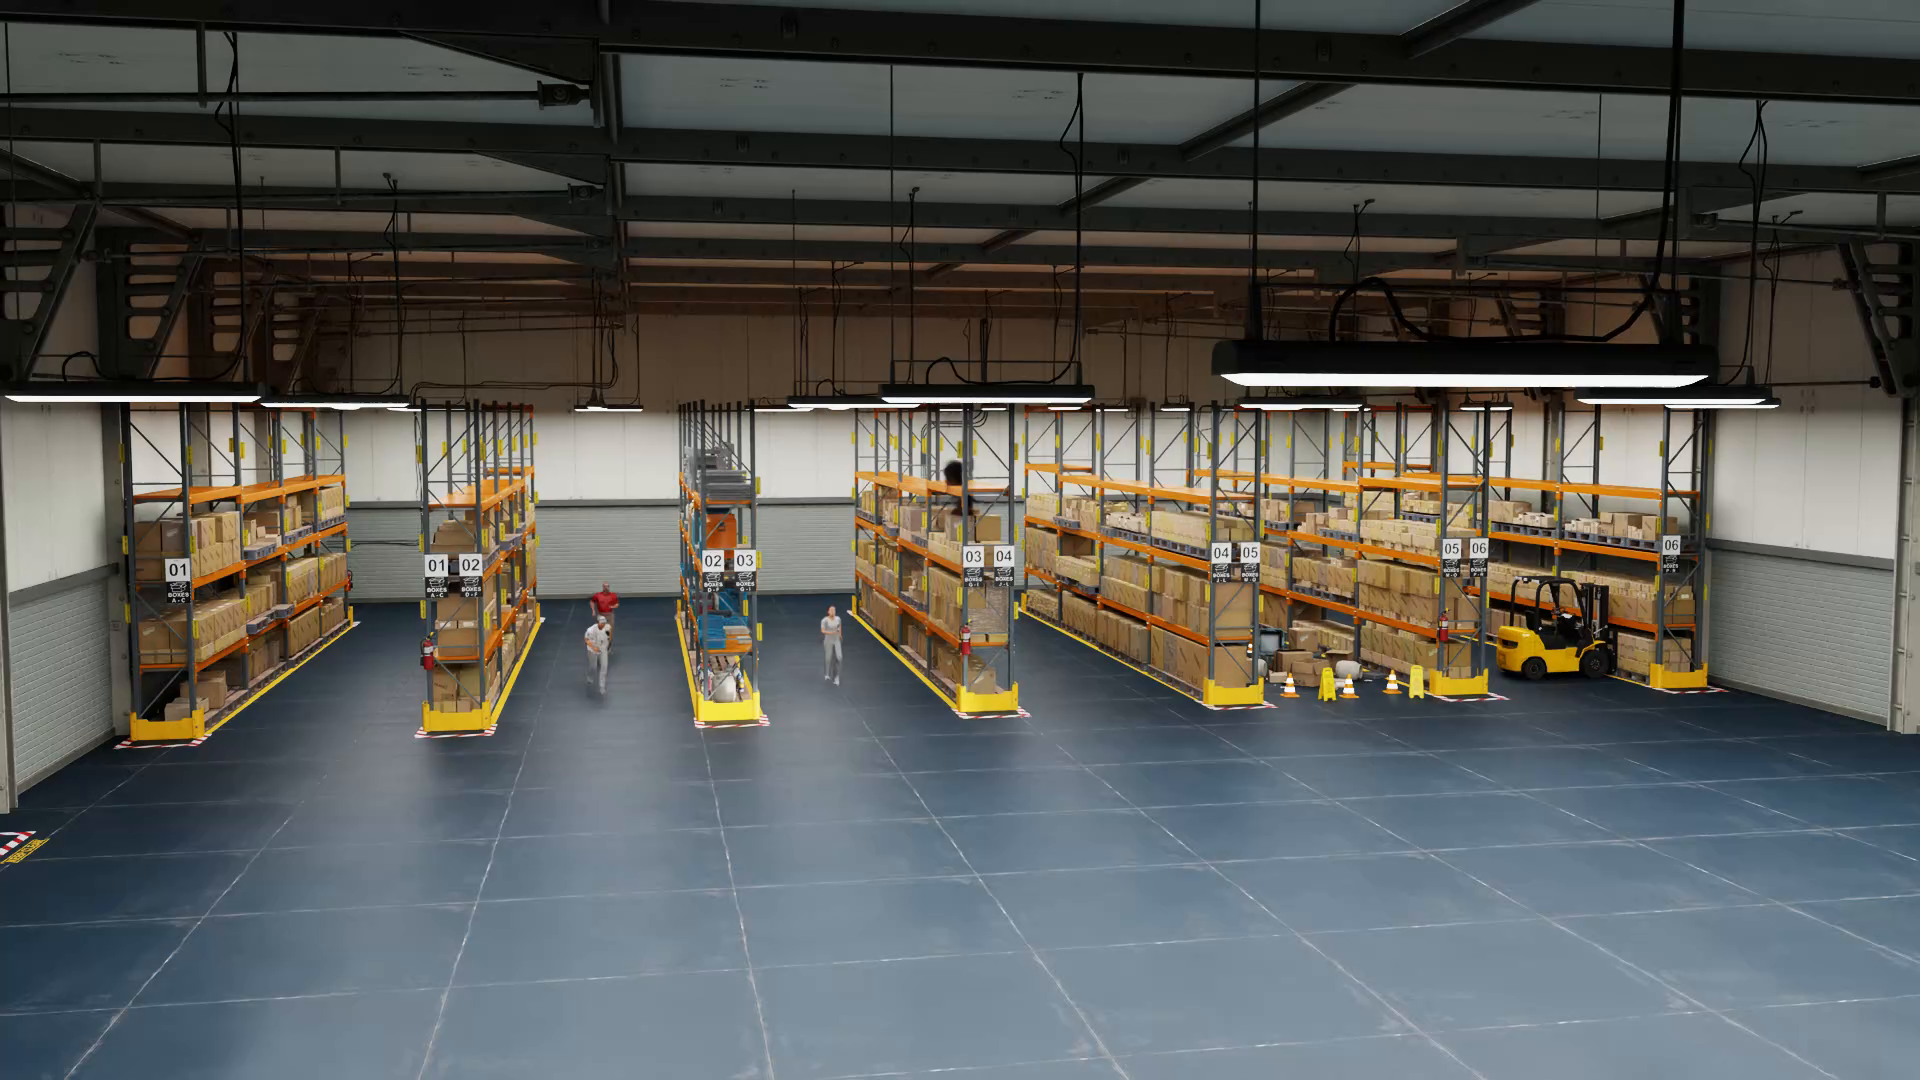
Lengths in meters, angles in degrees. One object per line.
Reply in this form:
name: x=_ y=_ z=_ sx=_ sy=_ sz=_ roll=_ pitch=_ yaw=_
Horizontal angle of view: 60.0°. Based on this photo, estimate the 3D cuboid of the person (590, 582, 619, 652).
person: x=-8.448 y=1.885 z=39.644 sx=0.649 sy=1.767 sz=0.735 roll=-2 pitch=5 yaw=-20

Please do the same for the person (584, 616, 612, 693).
person: x=-7.549 y=2.347 z=34.563 sx=0.636 sy=1.629 sz=1.018 roll=-3 pitch=5 yaw=-32

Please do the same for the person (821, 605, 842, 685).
person: x=-2.725 y=2.222 z=35.378 sx=0.521 sy=1.713 sz=0.817 roll=-2 pitch=5 yaw=-20
